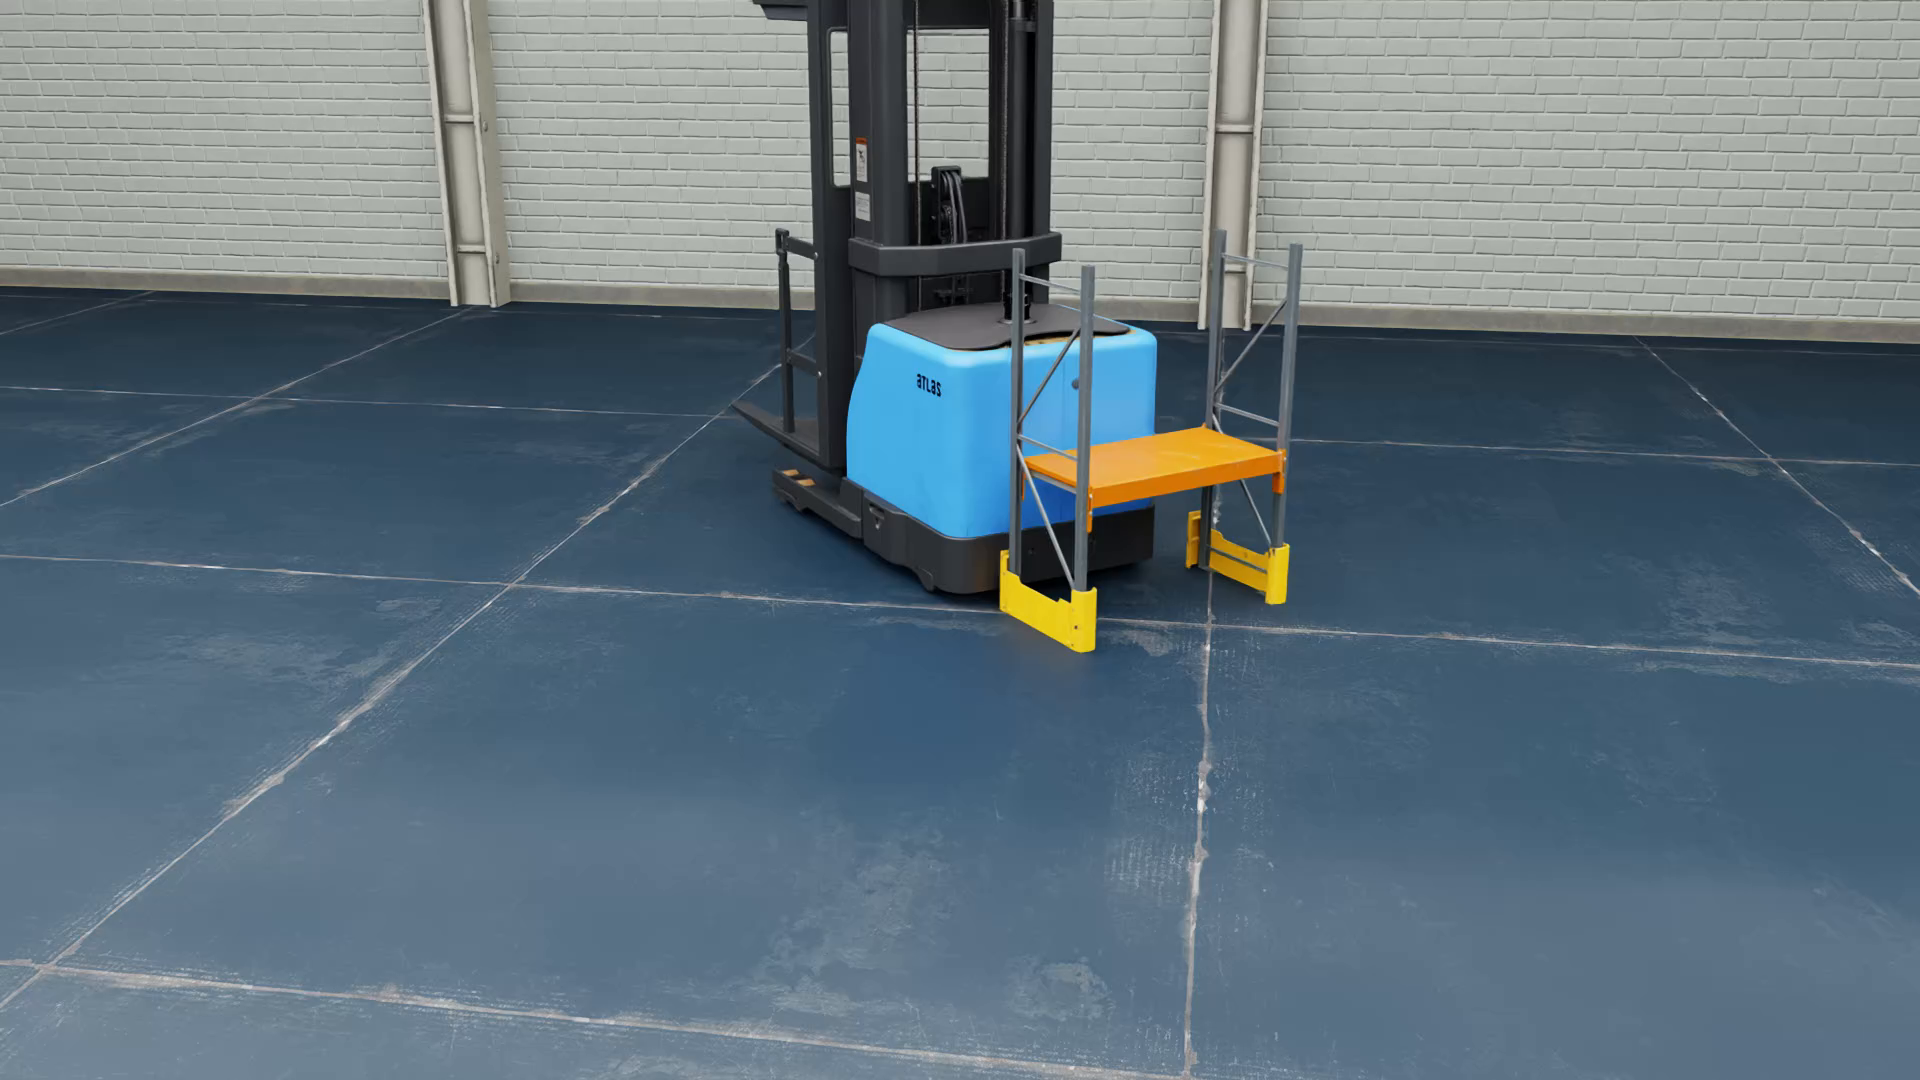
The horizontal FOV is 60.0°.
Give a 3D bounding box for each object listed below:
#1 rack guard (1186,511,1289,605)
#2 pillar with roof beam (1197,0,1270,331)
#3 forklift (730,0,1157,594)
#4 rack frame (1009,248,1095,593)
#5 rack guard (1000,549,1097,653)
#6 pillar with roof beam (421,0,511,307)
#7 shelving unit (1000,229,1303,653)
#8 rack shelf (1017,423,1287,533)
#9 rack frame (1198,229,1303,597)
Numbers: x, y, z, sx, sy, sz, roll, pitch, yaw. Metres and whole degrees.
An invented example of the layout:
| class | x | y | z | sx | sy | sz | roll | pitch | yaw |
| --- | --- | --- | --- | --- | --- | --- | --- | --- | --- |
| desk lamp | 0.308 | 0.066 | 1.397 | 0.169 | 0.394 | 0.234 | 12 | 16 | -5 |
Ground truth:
| class | x | y | z | sx | sy | sz | roll | pitch | yaw |
| --- | --- | --- | --- | --- | --- | --- | --- | --- | --- |
| rack guard | 1.193 | 0.072 | 7.193 | 0.087 | 0.250 | 0.587 | -11 | 22 | -30 |
| pillar with roof beam | 1.334 | -4.552 | 7.226 | 0.400 | 9.000 | 9.100 | 3 | 19 | 9 |
| forklift | -0.288 | -1.587 | 7.927 | 1.130 | 2.935 | 3.031 | -10 | 21 | -27 |
| rack frame | 0.347 | -0.353 | 6.493 | 0.032 | 1.500 | 0.500 | -11 | 22 | -30 |
| rack guard | 0.348 | 0.239 | 6.693 | 0.087 | 0.250 | 0.587 | -11 | 22 | -30 |
| pillar with roof beam | -4.590 | -4.854 | 8.129 | 0.400 | 9.000 | 9.100 | 3 | 19 | 9 |
| shelving unit | 0.771 | -0.437 | 6.744 | 1.083 | 1.500 | 0.587 | -11 | 22 | -30 |
| rack shelf | 0.779 | -0.268 | 6.805 | 1.000 | 0.185 | 0.538 | -11 | 22 | -30 |
| rack frame | 1.210 | -0.524 | 7.003 | 0.032 | 1.500 | 0.500 | -11 | 22 | -30 |
